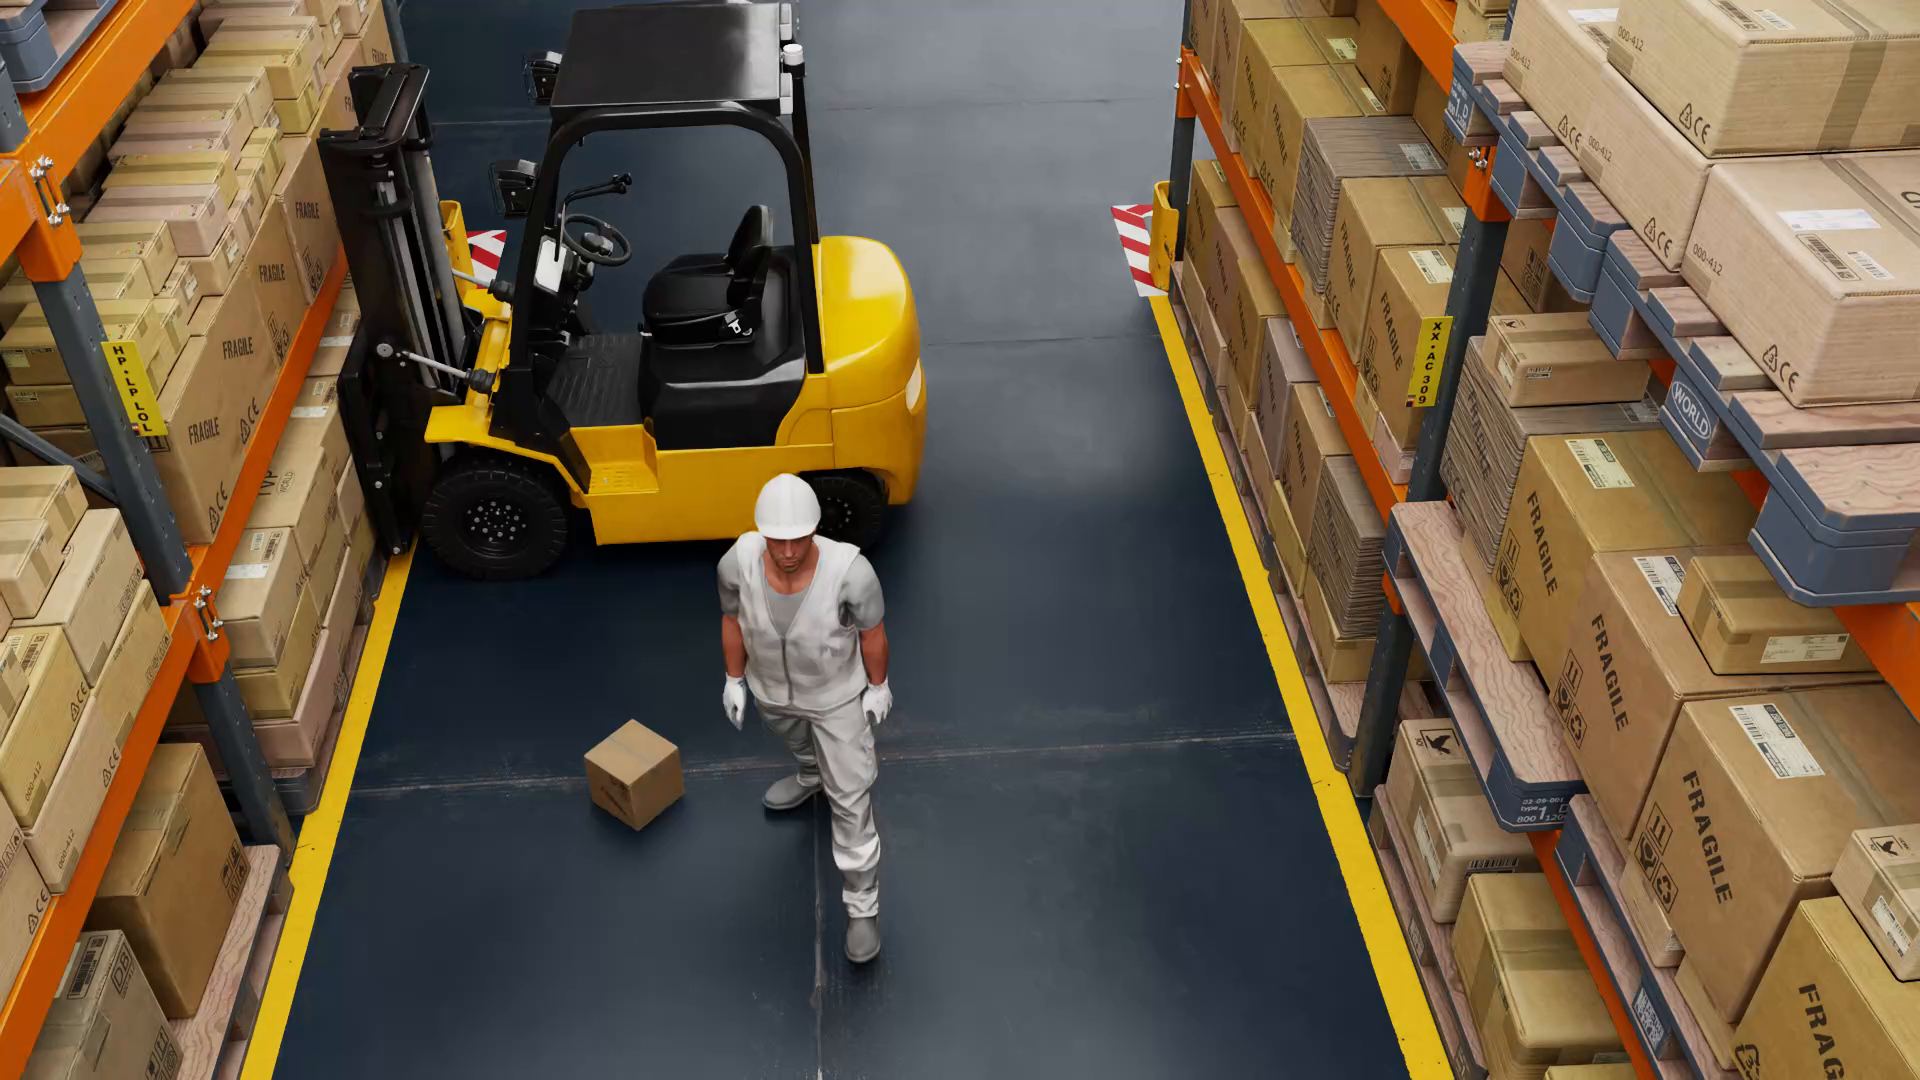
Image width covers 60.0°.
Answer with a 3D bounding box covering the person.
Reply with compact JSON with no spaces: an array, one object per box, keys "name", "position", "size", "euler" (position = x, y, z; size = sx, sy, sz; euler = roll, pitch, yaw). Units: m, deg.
[{"name":"person","position":[-0.491,0.513,5.487],"size":[0.645,1.750,0.890],"euler":[9,40,12]}]
